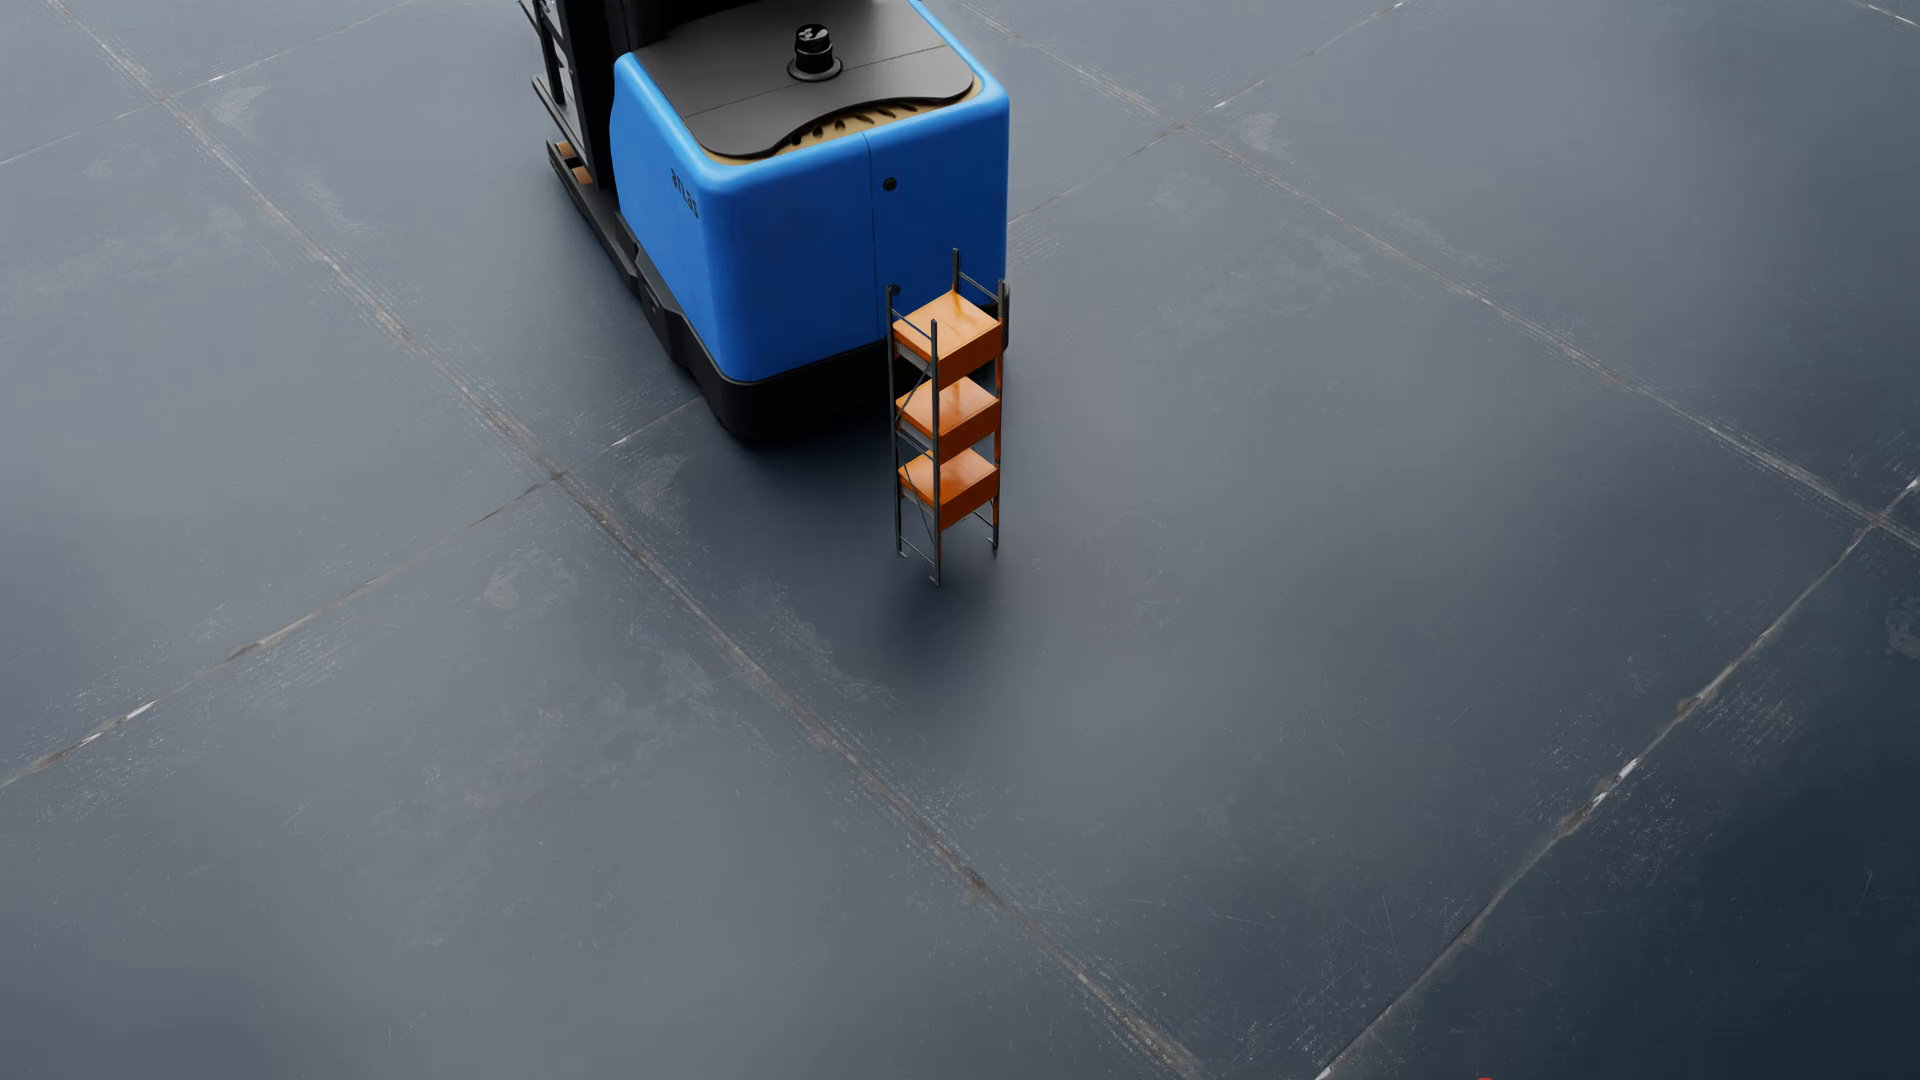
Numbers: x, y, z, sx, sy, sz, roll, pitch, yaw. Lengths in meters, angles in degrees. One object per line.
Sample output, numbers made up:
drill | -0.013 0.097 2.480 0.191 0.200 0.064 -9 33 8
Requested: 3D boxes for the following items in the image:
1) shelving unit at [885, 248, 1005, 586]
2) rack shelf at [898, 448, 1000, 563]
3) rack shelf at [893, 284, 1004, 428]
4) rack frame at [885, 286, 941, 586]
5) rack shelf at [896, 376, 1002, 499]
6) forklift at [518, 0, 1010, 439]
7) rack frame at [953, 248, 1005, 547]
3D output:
shelving unit | -0.040 -0.330 4.840 0.252 1.050 0.215 -34 56 -27
rack shelf | -0.040 -0.134 5.052 0.240 0.259 0.215 -34 56 -27
rack shelf | -0.040 -0.515 4.639 0.240 0.259 0.215 -34 56 -27
rack frame | -0.130 -0.269 4.784 0.008 1.050 0.200 -34 56 -27
rack shelf | -0.040 -0.322 4.848 0.240 0.259 0.215 -34 56 -27
forklift | -0.958 -2.413 5.482 1.130 2.935 3.031 -21 51 -18
rack frame | 0.051 -0.390 4.895 0.008 1.050 0.200 -34 56 -27
